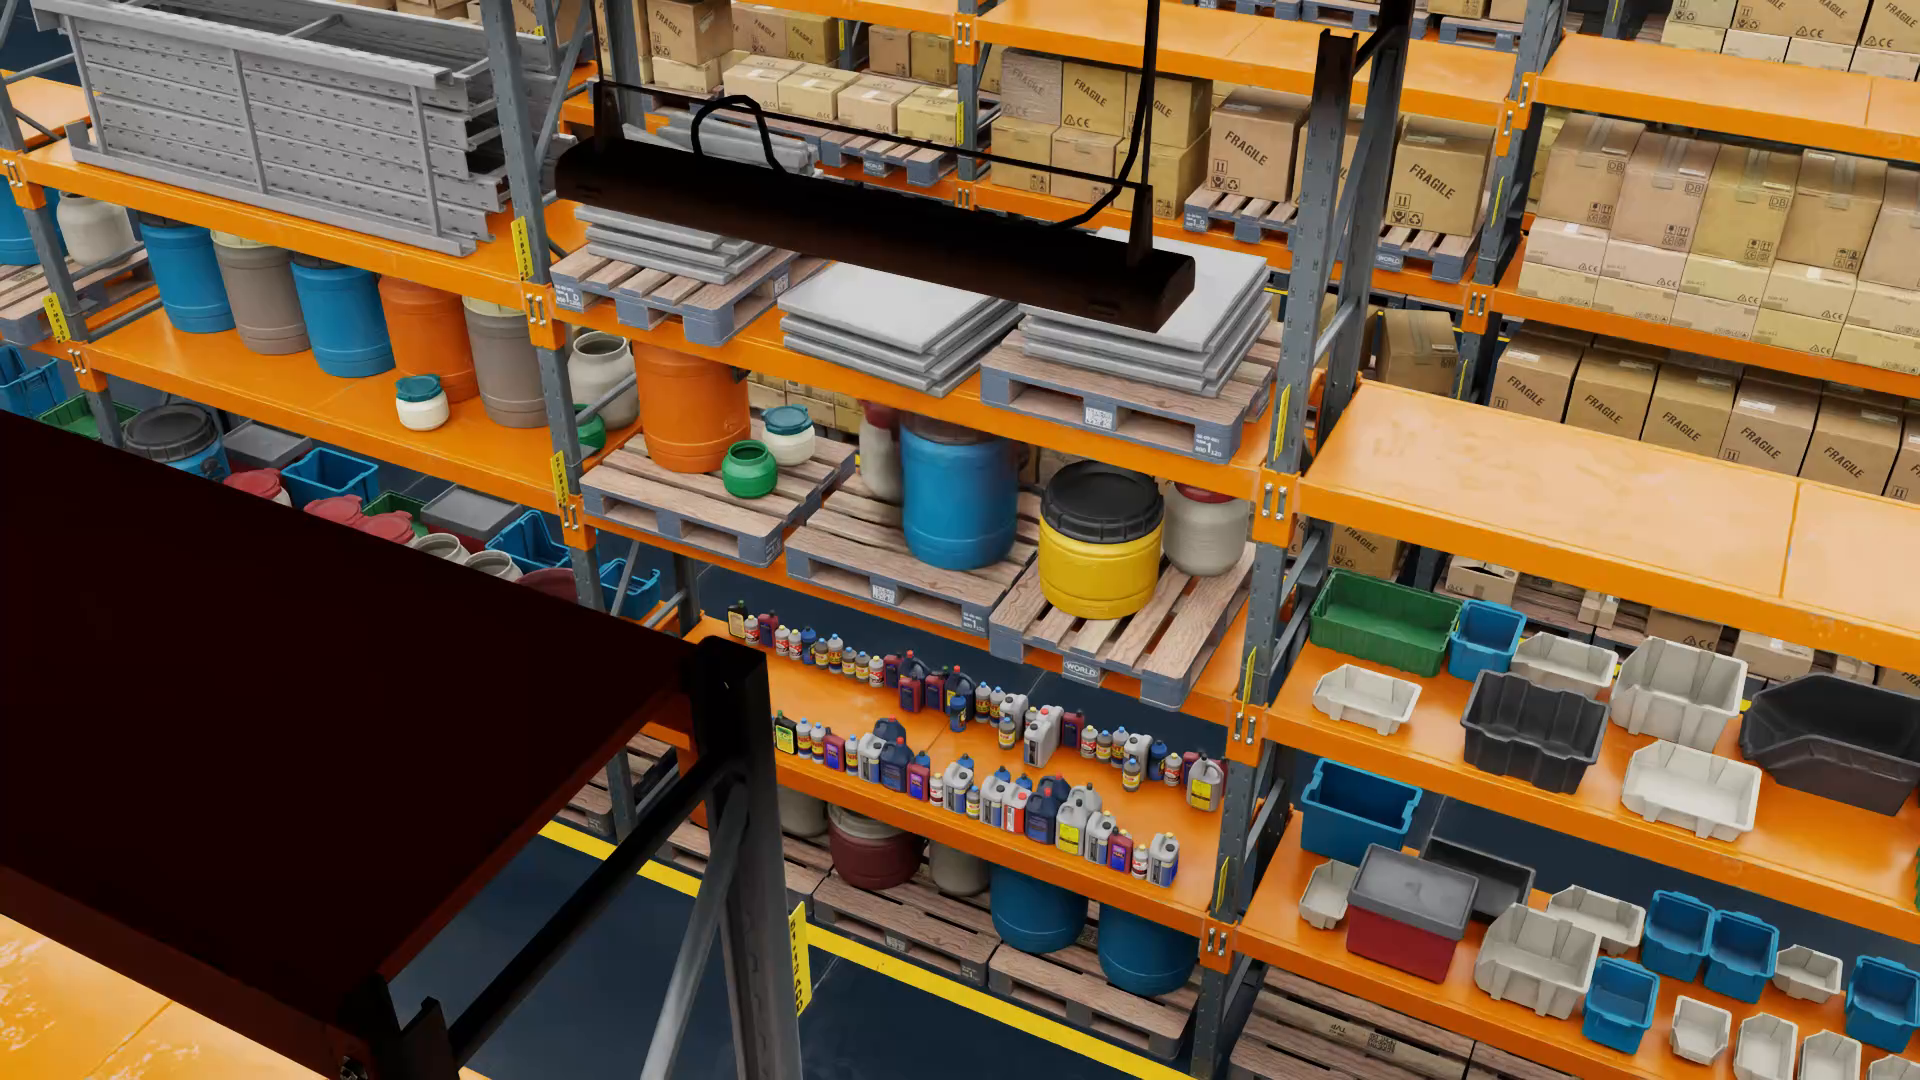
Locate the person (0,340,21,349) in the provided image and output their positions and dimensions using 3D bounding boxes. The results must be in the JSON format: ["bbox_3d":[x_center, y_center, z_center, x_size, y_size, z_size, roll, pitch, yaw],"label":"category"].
[{"bbox_3d":[-8.772,-1.798,15.001,1.046,1.595,0.479,-4,35,-5],"label":"person"}]
